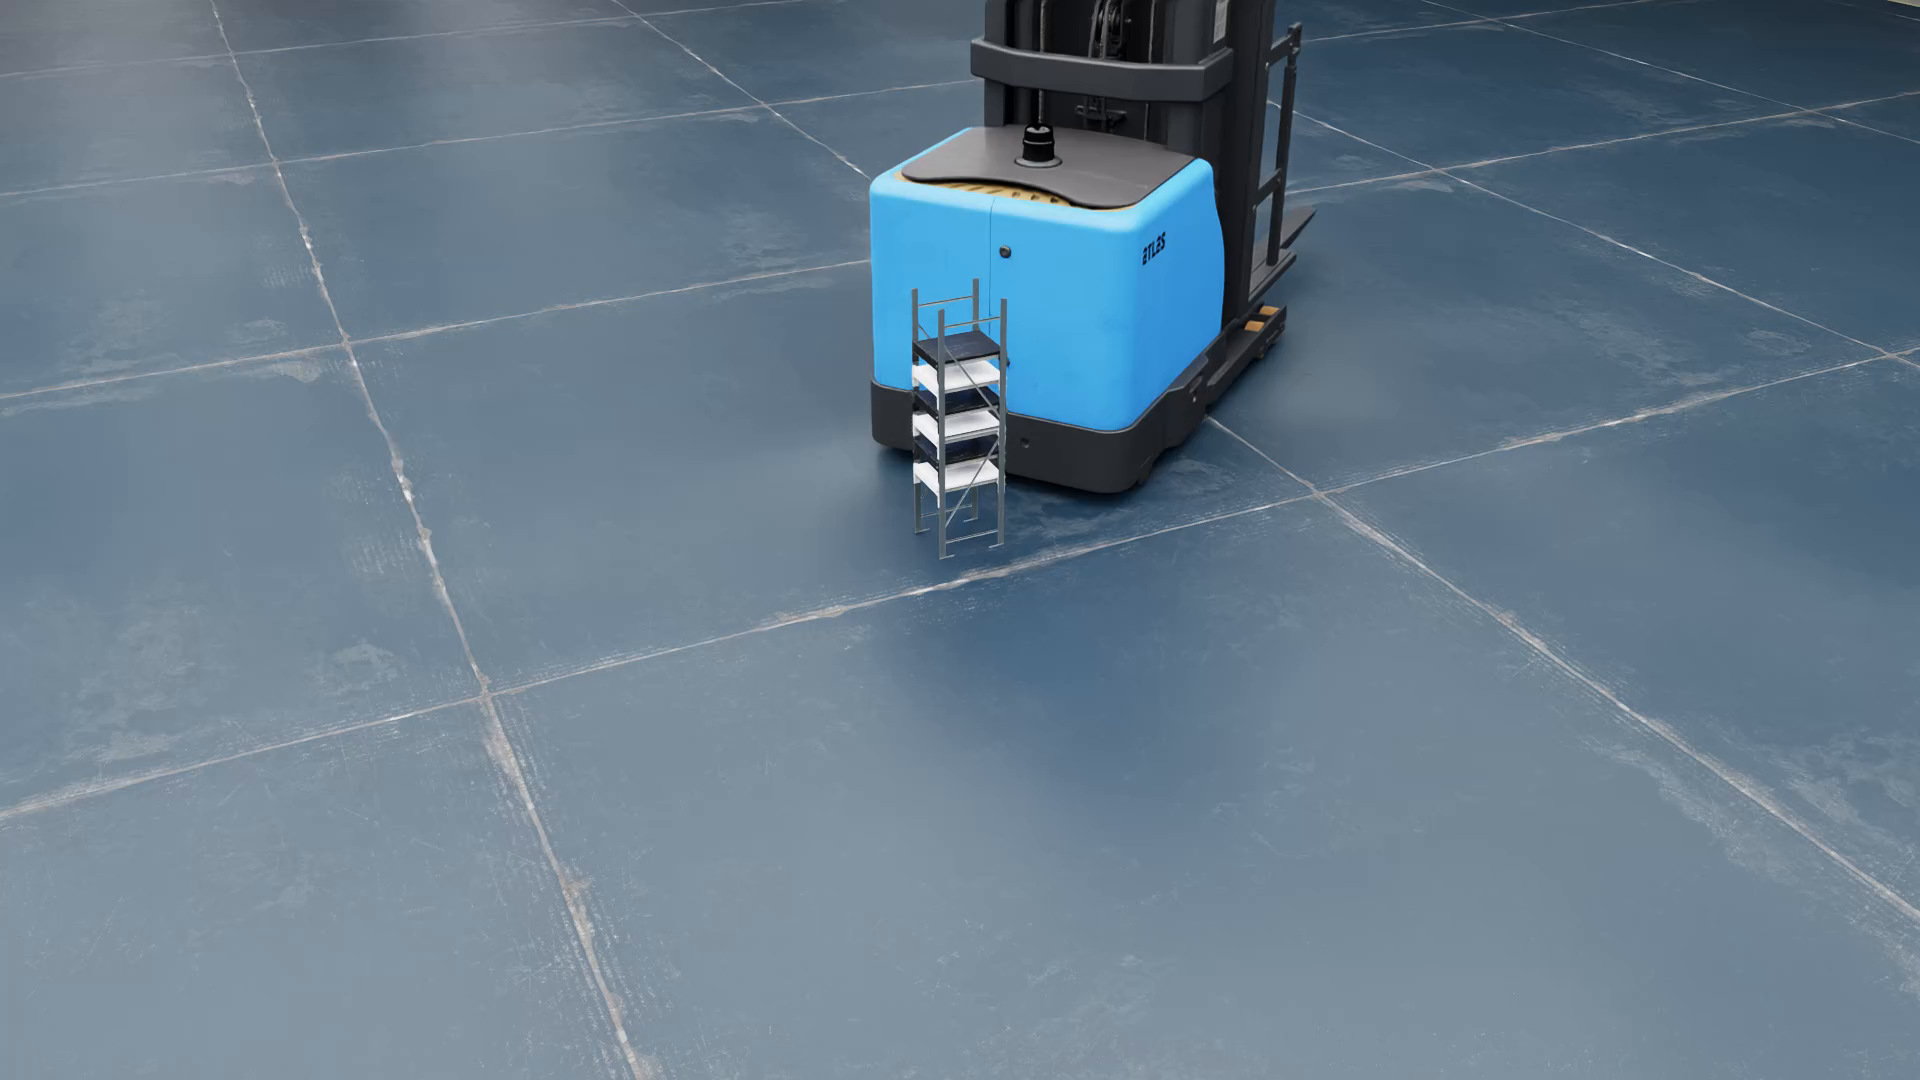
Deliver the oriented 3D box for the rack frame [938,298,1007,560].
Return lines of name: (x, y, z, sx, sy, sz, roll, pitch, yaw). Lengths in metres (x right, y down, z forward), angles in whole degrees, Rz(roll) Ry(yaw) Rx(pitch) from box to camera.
rack frame: (0.040, -0.351, 5.456, 0.240, 0.900, 0.006, -13, 32, -22)

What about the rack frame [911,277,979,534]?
rack frame: (-0.047, -0.441, 5.616, 0.240, 0.900, 0.006, -13, 32, -22)

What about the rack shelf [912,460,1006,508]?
rack shelf: (-0.003, -0.210, 5.641, 0.258, 0.077, 0.200, -13, 32, -22)

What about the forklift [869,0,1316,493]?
forklift: (0.777, -2.139, 6.567, 1.130, 2.935, 3.031, 14, 32, 23)

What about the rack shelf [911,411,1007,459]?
rack shelf: (-0.003, -0.367, 5.553, 0.258, 0.077, 0.200, -13, 32, -22)

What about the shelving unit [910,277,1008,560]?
shelving unit: (-0.003, -0.396, 5.536, 0.258, 0.900, 0.210, -13, 32, -22)

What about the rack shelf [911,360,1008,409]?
rack shelf: (-0.003, -0.524, 5.465, 0.258, 0.077, 0.200, -13, 32, -22)

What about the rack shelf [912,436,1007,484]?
rack shelf: (-0.003, -0.289, 5.597, 0.258, 0.077, 0.200, -13, 32, -22)

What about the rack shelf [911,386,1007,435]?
rack shelf: (-0.003, -0.446, 5.509, 0.258, 0.077, 0.200, -13, 32, -22)

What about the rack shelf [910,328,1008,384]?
rack shelf: (-0.003, -0.603, 5.421, 0.258, 0.077, 0.200, -13, 32, -22)
